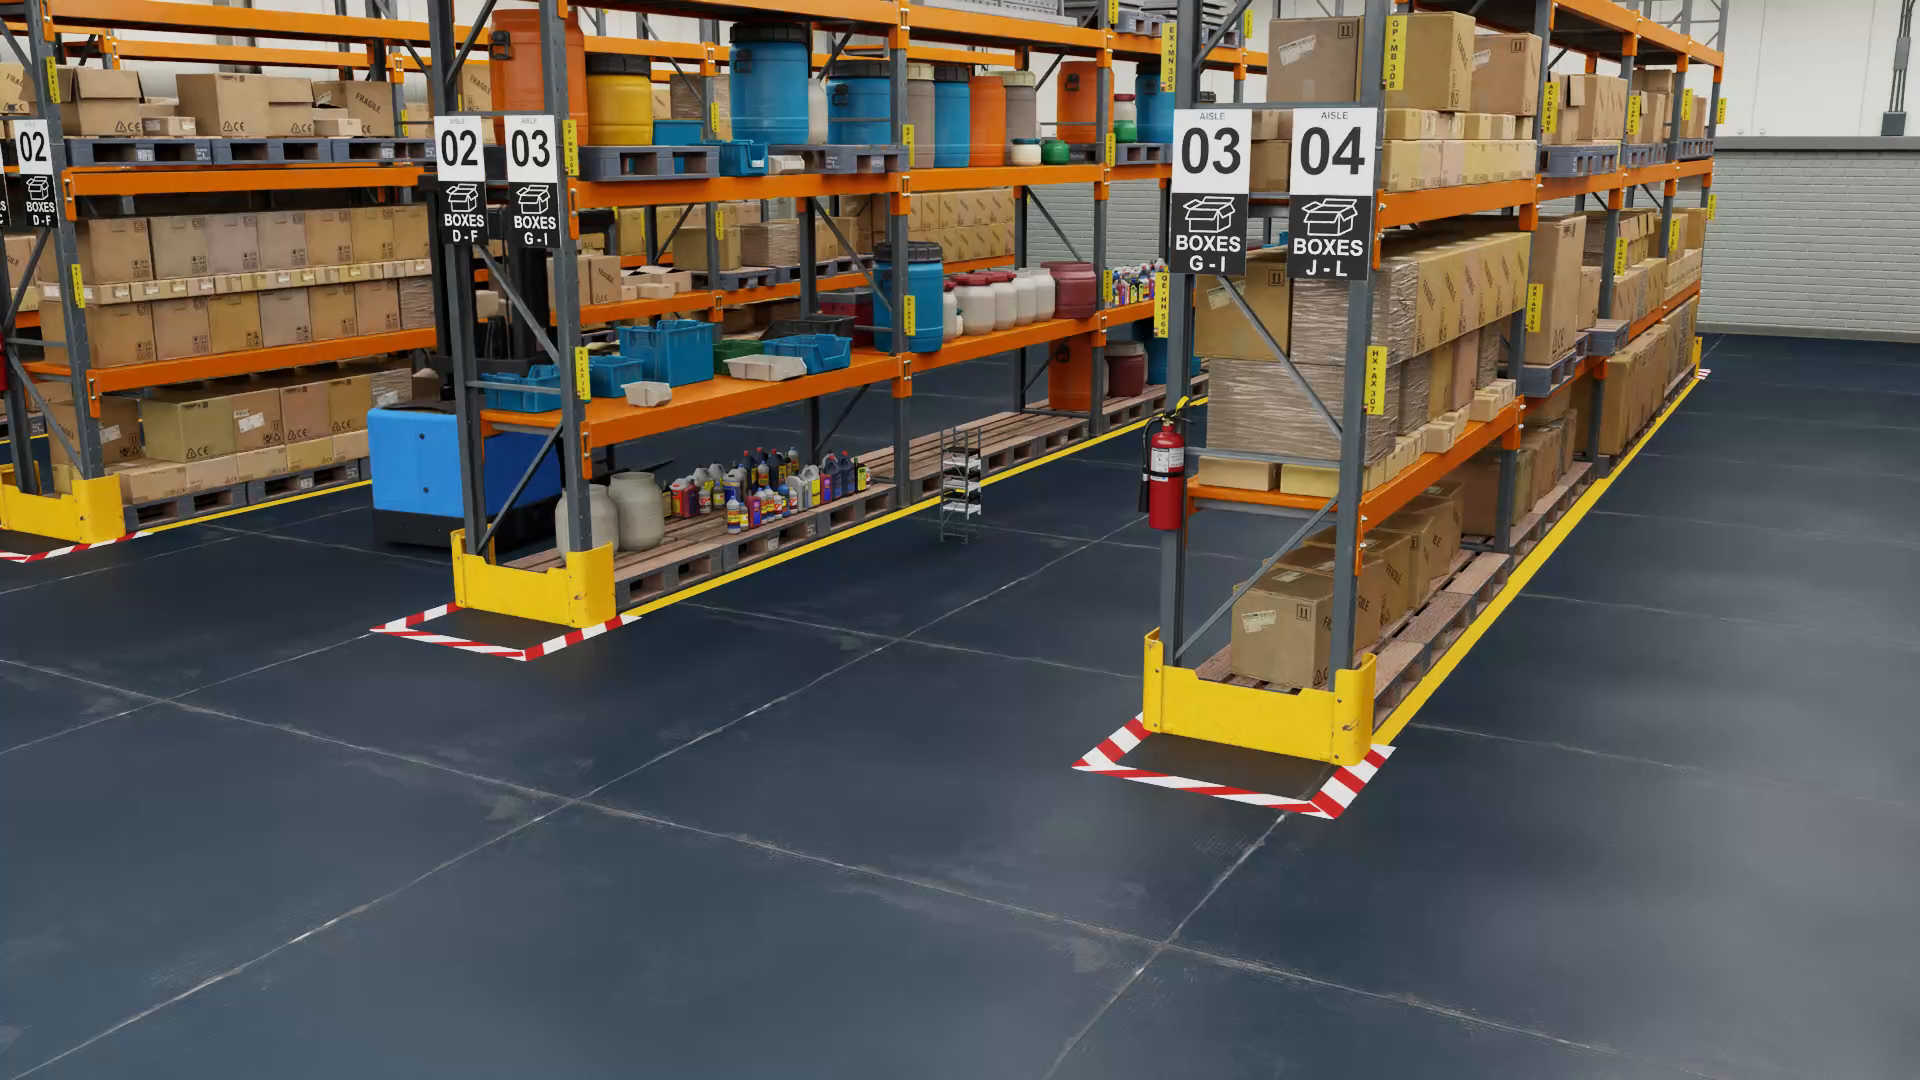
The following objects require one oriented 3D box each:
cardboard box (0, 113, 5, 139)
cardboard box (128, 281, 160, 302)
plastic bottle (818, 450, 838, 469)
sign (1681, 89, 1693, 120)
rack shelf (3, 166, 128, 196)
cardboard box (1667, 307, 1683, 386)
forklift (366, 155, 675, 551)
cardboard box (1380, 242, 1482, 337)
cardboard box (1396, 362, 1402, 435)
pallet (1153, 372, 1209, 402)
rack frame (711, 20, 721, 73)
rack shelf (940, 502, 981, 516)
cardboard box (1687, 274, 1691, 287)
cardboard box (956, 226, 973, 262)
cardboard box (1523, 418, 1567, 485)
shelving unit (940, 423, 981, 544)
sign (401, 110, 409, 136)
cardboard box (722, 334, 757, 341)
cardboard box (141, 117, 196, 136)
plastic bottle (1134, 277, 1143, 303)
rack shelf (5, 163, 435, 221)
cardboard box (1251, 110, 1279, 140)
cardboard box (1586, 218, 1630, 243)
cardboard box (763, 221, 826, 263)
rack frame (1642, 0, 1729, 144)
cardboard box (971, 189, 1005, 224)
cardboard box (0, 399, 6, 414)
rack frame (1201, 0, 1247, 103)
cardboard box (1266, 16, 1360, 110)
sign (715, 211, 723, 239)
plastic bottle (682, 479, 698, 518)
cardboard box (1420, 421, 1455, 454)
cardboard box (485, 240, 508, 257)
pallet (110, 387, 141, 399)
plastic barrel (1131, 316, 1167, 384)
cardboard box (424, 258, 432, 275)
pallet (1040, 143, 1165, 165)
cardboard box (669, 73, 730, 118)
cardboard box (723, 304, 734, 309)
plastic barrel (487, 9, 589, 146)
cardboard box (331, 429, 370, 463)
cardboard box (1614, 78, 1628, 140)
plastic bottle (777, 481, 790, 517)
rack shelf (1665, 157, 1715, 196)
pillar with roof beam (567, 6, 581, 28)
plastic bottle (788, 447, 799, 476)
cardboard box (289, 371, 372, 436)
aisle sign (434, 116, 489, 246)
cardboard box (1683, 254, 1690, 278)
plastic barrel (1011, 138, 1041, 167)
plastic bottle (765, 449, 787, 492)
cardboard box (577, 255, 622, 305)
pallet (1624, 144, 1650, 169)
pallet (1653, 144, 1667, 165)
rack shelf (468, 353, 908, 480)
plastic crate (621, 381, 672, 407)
[{"bbox_3d":[-10.084,-4.074,16.876,0.500,0.500,0.500,7,15,26],"label":"cardboard box"},{"bbox_3d":[-6.658,-2.003,13.343,0.380,0.149,0.250,7,15,27],"label":"cardboard box"},{"bbox_3d":[-1.078,-0.565,13.688,0.144,0.351,0.185,7,15,28],"label":"plastic bottle"},{"bbox_3d":[7.790,-4.670,17.830,0.100,0.325,0.005,7,15,28],"label":"sign"},{"bbox_3d":[-10.532,-3.608,16.732,1.077,0.370,4.000,7,15,28],"label":"rack shelf"},{"bbox_3d":[8.134,-2.349,20.015,0.875,0.875,0.875,7,15,28],"label":"cardboard box"},{"bbox_3d":[-3.477,-1.644,13.599,1.130,2.935,3.031,6,15,22],"label":"forklift"},{"bbox_3d":[2.738,-1.474,9.766,0.500,0.500,0.500,7,15,28],"label":"cardboard box"},{"bbox_3d":[1.936,-0.824,9.204,0.875,0.500,0.500,7,15,28],"label":"cardboard box"},{"bbox_3d":[2.565,-1.919,20.543,1.003,0.211,1.213,7,15,28],"label":"pallet"},{"bbox_3d":[-3.765,-8.288,28.210,1.000,3.000,0.127,7,15,28],"label":"rack frame"},{"bbox_3d":[0.004,-0.232,12.985,0.258,0.077,0.200,7,15,28],"label":"rack shelf"},{"bbox_3d":[8.742,-3.192,20.410,0.380,0.149,0.250,7,15,28],"label":"cardboard box"},{"bbox_3d":[-0.142,-4.425,24.774,0.500,0.500,0.500,7,15,27],"label":"cardboard box"},{"bbox_3d":[4.813,-0.790,14.305,0.700,0.500,0.500,6,15,23],"label":"cardboard box"},{"bbox_3d":[0.004,-0.439,12.935,0.258,0.900,0.210,7,15,28],"label":"shelving unit"},{"bbox_3d":[-7.158,-5.378,21.436,0.100,0.325,0.005,7,15,28],"label":"sign"},{"bbox_3d":[-2.824,-2.229,20.275,0.500,0.500,0.500,8,16,30],"label":"cardboard box"},{"bbox_3d":[-6.438,-3.358,13.503,0.380,0.149,0.250,7,15,28],"label":"cardboard box"},{"bbox_3d":[1.973,-2.768,18.362,0.061,0.283,0.133,7,15,28],"label":"plastic bottle"},{"bbox_3d":[-6.194,-3.047,14.407,1.077,0.370,4.000,7,15,28],"label":"rack shelf"},{"bbox_3d":[1.370,-2.077,8.316,0.380,0.149,0.250,7,15,28],"label":"cardboard box"},{"bbox_3d":[6.061,-2.864,16.160,0.797,0.503,0.637,8,16,29],"label":"cardboard box"},{"bbox_3d":[-2.160,-3.873,21.591,0.700,0.500,0.500,3,14,14],"label":"cardboard box"},{"bbox_3d":[9.244,-6.604,21.227,1.000,3.000,0.127,7,15,28],"label":"rack frame"},{"bbox_3d":[0.356,-5.119,25.521,0.500,0.500,0.500,8,16,30],"label":"cardboard box"},{"bbox_3d":[-10.356,-1.411,17.632,0.380,0.149,0.250,6,15,24],"label":"cardboard box"},{"bbox_3d":[2.974,-6.345,20.150,1.000,3.000,0.127,7,15,28],"label":"rack frame"},{"bbox_3d":[2.037,-2.646,9.295,0.500,0.500,0.500,7,15,28],"label":"cardboard box"},{"bbox_3d":[-2.806,-3.670,19.387,0.100,0.325,0.005,7,15,28],"label":"sign"},{"bbox_3d":[-2.083,-0.323,12.829,0.061,0.283,0.133,7,15,28],"label":"plastic bottle"},{"bbox_3d":[2.665,-0.611,9.704,0.380,0.149,0.250,7,15,28],"label":"cardboard box"},{"bbox_3d":[-6.671,-4.212,23.212,0.500,0.500,0.500,7,15,28],"label":"cardboard box"},{"bbox_3d":[-9.191,-1.714,19.691,1.003,0.211,1.213,7,15,28],"label":"pallet"},{"bbox_3d":[2.354,-2.357,19.992,0.600,0.901,0.708,7,15,28],"label":"plastic barrel"},{"bbox_3d":[-5.171,-2.633,15.956,0.380,0.149,0.250,7,15,28],"label":"cardboard box"},{"bbox_3d":[1.496,-4.120,17.725,1.003,0.211,1.213,7,15,28],"label":"pallet"},{"bbox_3d":[-3.077,-5.251,19.668,0.500,0.500,0.500,7,15,28],"label":"cardboard box"},{"bbox_3d":[-4.257,-4.103,28.088,0.700,0.500,0.500,7,15,28],"label":"cardboard box"},{"bbox_3d":[-2.703,-2.951,10.663,0.600,0.830,0.708,7,15,28],"label":"plastic barrel"},{"bbox_3d":[-5.739,-0.891,15.299,0.500,0.250,0.500,7,15,28],"label":"cardboard box"},{"bbox_3d":[5.365,-3.670,14.176,0.500,0.500,0.500,8,16,30],"label":"cardboard box"},{"bbox_3d":[-1.366,-0.323,12.855,0.097,0.271,0.097,0,14,0],"label":"plastic bottle"},{"bbox_3d":[8.277,-4.386,19.960,1.077,0.370,4.000,7,15,28],"label":"rack shelf"},{"bbox_3d":[-2.349,-7.221,23.785,9.100,9.000,0.400,7,15,28],"label":"pillar with roof beam"},{"bbox_3d":[-1.431,-0.659,14.248,0.097,0.271,0.097,0,14,0],"label":"plastic bottle"},{"bbox_3d":[-5.751,-1.257,15.217,0.500,0.500,0.500,7,15,28],"label":"cardboard box"},{"bbox_3d":[-3.122,-2.249,10.415,0.394,0.787,0.004,7,15,28],"label":"aisle sign"},{"bbox_3d":[8.502,-3.314,20.065,0.500,0.250,0.500,7,15,28],"label":"cardboard box"},{"bbox_3d":[0.630,-3.711,15.922,0.301,0.262,0.301,0,14,0],"label":"plastic barrel"},{"bbox_3d":[-1.520,-0.578,13.744,0.144,0.351,0.185,7,15,28],"label":"plastic bottle"},{"bbox_3d":[-4.091,-2.872,18.333,0.500,0.500,0.500,6,15,25],"label":"cardboard box"},{"bbox_3d":[5.641,-3.551,15.365,1.213,0.211,1.003,8,16,31],"label":"pallet"},{"bbox_3d":[6.910,-4.039,17.393,0.805,0.209,1.217,7,15,26],"label":"pallet"},{"bbox_3d":[-1.860,-1.027,12.428,1.077,0.370,4.000,7,15,28],"label":"rack shelf"},{"bbox_3d":[-2.113,-0.985,11.282,0.298,0.136,0.250,7,15,28],"label":"plastic crate"}]
